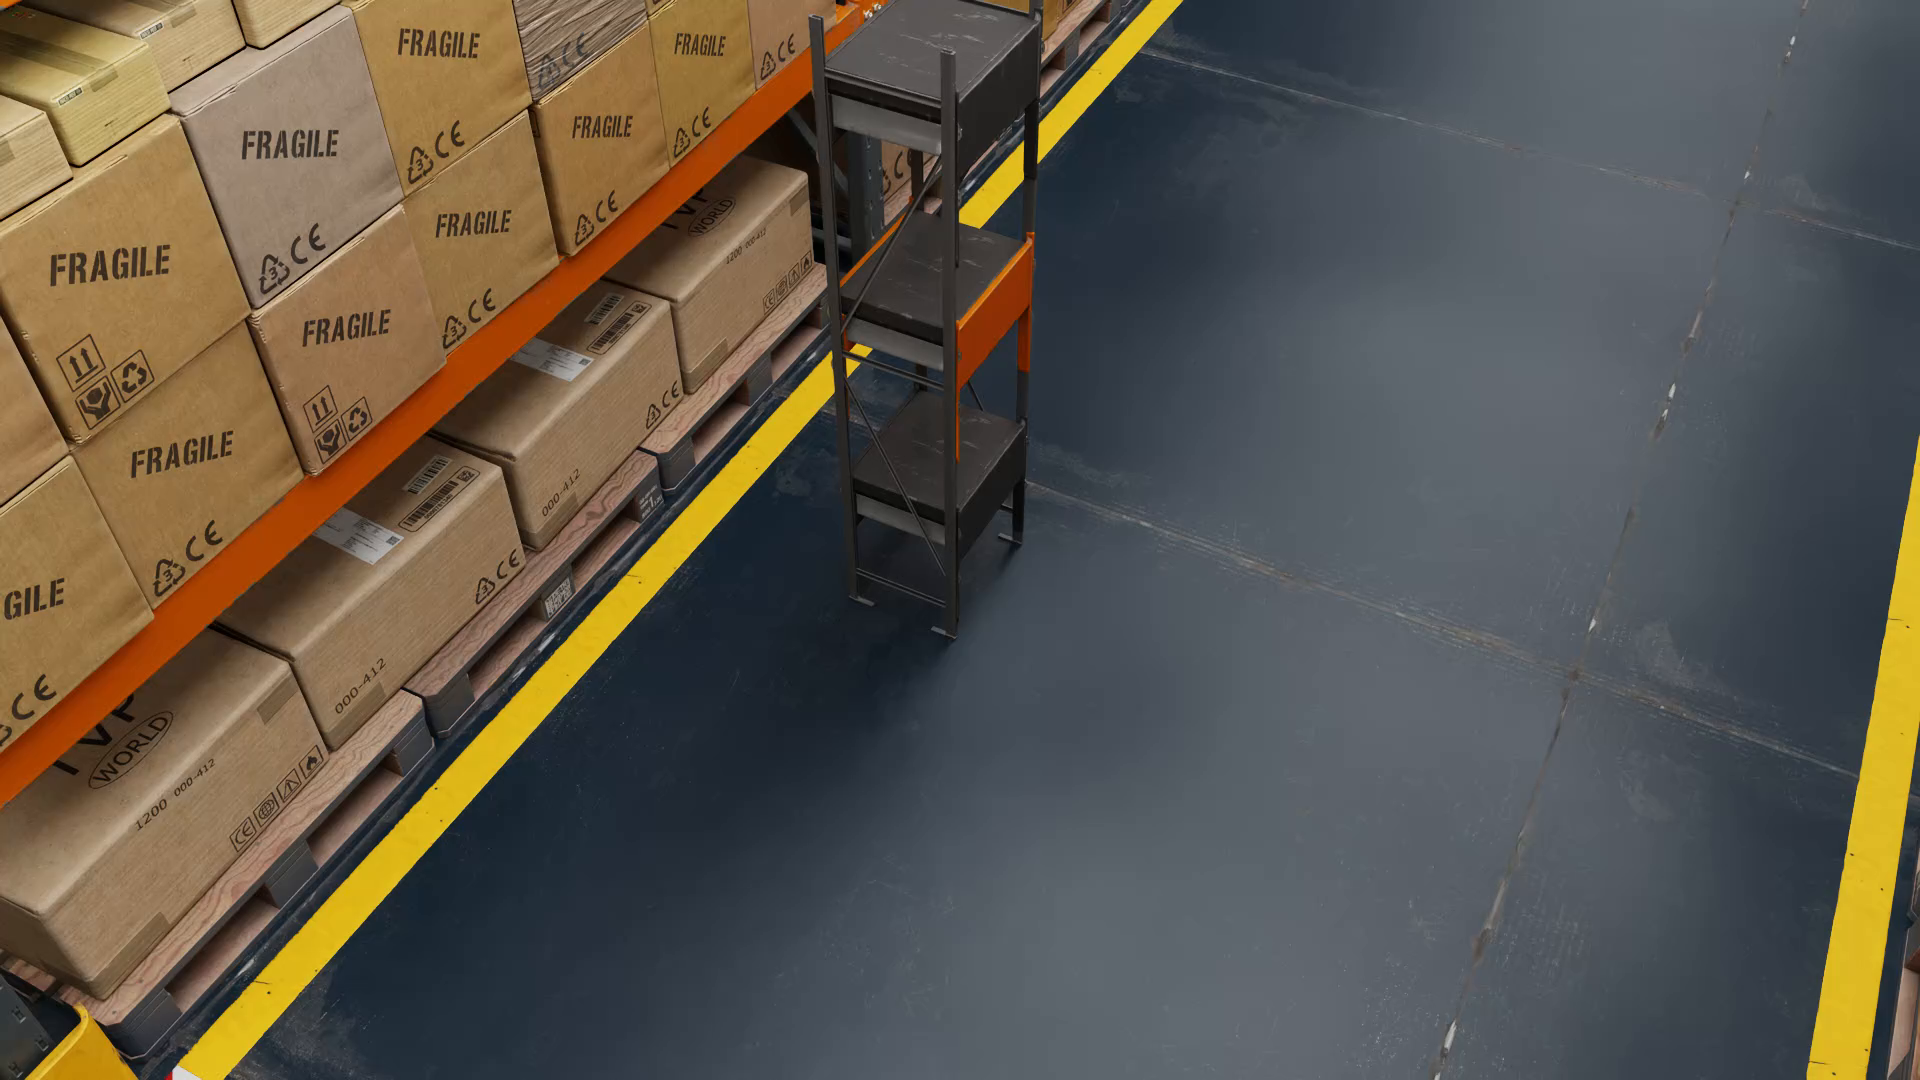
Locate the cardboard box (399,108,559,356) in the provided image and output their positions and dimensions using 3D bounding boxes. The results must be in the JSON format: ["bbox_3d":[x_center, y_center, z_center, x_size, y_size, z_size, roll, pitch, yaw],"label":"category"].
[{"bbox_3d":[-1.464,-0.884,4.445,0.500,0.500,0.500,22,49,20],"label":"cardboard box"}]

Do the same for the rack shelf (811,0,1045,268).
[{"bbox_3d":[-0.077,-1.116,4.412,0.431,0.518,0.480,20,49,19],"label":"rack shelf"}]

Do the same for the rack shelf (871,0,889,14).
[{"bbox_3d":[0.164,-3.205,7.314,1.077,0.370,4.000,20,49,19],"label":"rack shelf"}]

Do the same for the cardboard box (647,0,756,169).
[{"bbox_3d":[-0.987,-1.530,5.083,0.500,0.500,0.500,19,48,18],"label":"cardboard box"}]

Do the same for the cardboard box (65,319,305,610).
[{"bbox_3d":[-1.934,-0.249,3.816,0.500,0.500,0.500,20,49,19],"label":"cardboard box"}]

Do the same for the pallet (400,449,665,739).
[{"bbox_3d":[-1.752,0.007,5.595,1.003,0.211,1.213,20,49,19],"label":"pallet"}]

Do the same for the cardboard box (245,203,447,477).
[{"bbox_3d":[-1.682,-0.563,4.127,0.500,0.500,0.500,20,49,19],"label":"cardboard box"}]

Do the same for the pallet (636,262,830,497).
[{"bbox_3d":[-1.187,-0.764,6.357,1.003,0.211,1.213,20,49,19],"label":"pallet"}]

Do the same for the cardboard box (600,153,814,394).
[{"bbox_3d":[-1.151,-1.085,6.219,0.875,0.438,0.875,20,49,19],"label":"cardboard box"}]

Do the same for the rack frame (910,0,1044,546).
[{"bbox_3d":[0.036,-0.788,5.052,0.400,2.100,0.015,20,49,19],"label":"rack frame"}]

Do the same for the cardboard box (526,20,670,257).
[{"bbox_3d":[-1.208,-1.209,4.765,0.500,0.500,0.500,20,49,18],"label":"cardboard box"}]

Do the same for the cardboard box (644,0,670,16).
[{"bbox_3d":[-0.981,-1.879,4.725,0.500,0.500,0.500,20,49,18],"label":"cardboard box"}]

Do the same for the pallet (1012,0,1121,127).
[{"bbox_3d":[0.092,-2.500,8.072,1.003,0.211,1.213,20,49,19],"label":"pallet"}]

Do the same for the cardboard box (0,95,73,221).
[{"bbox_3d":[-1.930,-0.739,3.142,0.380,0.149,0.250,22,49,20],"label":"cardboard box"}]

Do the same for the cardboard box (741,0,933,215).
[{"bbox_3d":[-0.547,-2.016,6.832,0.875,0.875,0.875,22,49,20],"label":"cardboard box"}]

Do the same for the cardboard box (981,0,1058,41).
[{"bbox_3d":[-0.135,-2.587,7.397,0.875,0.875,0.875,22,49,20],"label":"cardboard box"}]

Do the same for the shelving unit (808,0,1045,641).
[{"bbox_3d":[-0.077,-0.634,4.900,0.431,2.100,0.503,20,49,19],"label":"shelving unit"}]

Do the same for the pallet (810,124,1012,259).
[{"bbox_3d":[-0.473,-1.729,7.310,1.003,0.211,1.213,20,49,19],"label":"pallet"}]

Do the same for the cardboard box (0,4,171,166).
[{"bbox_3d":[-1.824,-0.911,3.312,0.380,0.149,0.250,19,48,18],"label":"cardboard box"}]

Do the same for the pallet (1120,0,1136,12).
[{"bbox_3d":[0.660,-3.266,8.829,1.003,0.211,1.213,20,49,19],"label":"pallet"}]

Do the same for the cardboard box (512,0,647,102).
[{"bbox_3d":[-1.209,-1.555,4.405,0.500,0.500,0.500,21,49,20],"label":"cardboard box"}]

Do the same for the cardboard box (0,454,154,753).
[{"bbox_3d":[-2.144,0.079,3.492,0.500,0.500,0.500,20,49,19],"label":"cardboard box"}]

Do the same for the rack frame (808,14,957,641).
[{"bbox_3d":[-0.190,-0.480,4.748,0.400,2.100,0.015,20,49,19],"label":"rack frame"}]

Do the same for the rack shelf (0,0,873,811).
[{"bbox_3d":[-1.693,-0.685,4.824,1.077,0.370,4.000,20,49,19],"label":"rack shelf"}]

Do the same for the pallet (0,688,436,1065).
[{"bbox_3d":[-2.319,0.773,4.838,1.003,0.211,1.213,20,49,19],"label":"pallet"}]

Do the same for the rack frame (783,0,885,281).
[{"bbox_3d":[-0.764,-2.198,5.813,1.000,3.000,0.127,20,49,19],"label":"rack frame"}]

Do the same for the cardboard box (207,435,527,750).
[{"bbox_3d":[-1.986,0.047,5.101,0.875,0.438,0.875,22,49,20],"label":"cardboard box"}]

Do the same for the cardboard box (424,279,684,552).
[{"bbox_3d":[-1.566,-0.521,5.662,0.875,0.438,0.875,19,48,18],"label":"cardboard box"}]

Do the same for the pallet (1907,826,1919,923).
[{"bbox_3d":[3.387,0.788,4.823,1.003,0.211,1.213,20,49,19],"label":"pallet"}]

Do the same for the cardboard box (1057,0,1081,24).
[{"bbox_3d":[0.281,-3.150,7.953,0.875,0.875,0.875,21,49,20],"label":"cardboard box"}]

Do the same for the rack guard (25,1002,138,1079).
[{"bbox_3d":[-2.632,1.216,4.197,1.175,0.500,0.348,20,49,19],"label":"rack guard"}]

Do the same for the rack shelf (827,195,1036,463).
[{"bbox_3d":[-0.077,-0.624,4.910,0.431,0.518,0.480,20,49,19],"label":"rack shelf"}]

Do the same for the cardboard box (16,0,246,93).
[{"bbox_3d":[-1.749,-1.094,3.493,0.380,0.149,0.250,21,49,19],"label":"cardboard box"}]

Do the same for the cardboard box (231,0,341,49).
[{"bbox_3d":[-1.596,-1.237,3.634,0.380,0.149,0.250,21,49,19],"label":"cardboard box"}]

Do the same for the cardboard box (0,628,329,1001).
[{"bbox_3d":[-2.403,0.626,4.528,0.875,0.438,0.875,19,48,18],"label":"cardboard box"}]

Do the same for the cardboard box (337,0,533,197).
[{"bbox_3d":[-1.449,-1.242,4.095,0.500,0.500,0.500,21,49,19],"label":"cardboard box"}]

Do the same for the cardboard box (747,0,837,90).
[{"bbox_3d":[-0.753,-1.856,5.405,0.500,0.500,0.500,21,49,19],"label":"cardboard box"}]

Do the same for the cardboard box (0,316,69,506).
[{"bbox_3d":[-2.146,-0.273,3.137,0.500,0.500,0.500,19,48,18],"label":"cardboard box"}]

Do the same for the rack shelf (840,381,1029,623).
[{"bbox_3d":[-0.077,-0.132,5.408,0.431,0.518,0.480,20,49,19],"label":"rack shelf"}]

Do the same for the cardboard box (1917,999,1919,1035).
[{"bbox_3d":[2.647,1.181,4.182,0.380,0.149,0.250,19,48,18],"label":"cardboard box"}]

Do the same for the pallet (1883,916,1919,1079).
[{"bbox_3d":[2.821,1.559,4.060,1.003,0.211,1.213,20,49,19],"label":"pallet"}]

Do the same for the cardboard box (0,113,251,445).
[{"bbox_3d":[-1.912,-0.601,3.461,0.500,0.500,0.500,19,48,18],"label":"cardboard box"}]

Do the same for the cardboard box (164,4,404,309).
[{"bbox_3d":[-1.680,-0.928,3.784,0.500,0.500,0.500,20,49,19],"label":"cardboard box"}]

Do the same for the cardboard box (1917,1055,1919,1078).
[{"bbox_3d":[2.510,1.220,3.936,0.380,0.149,0.250,21,49,19],"label":"cardboard box"}]
